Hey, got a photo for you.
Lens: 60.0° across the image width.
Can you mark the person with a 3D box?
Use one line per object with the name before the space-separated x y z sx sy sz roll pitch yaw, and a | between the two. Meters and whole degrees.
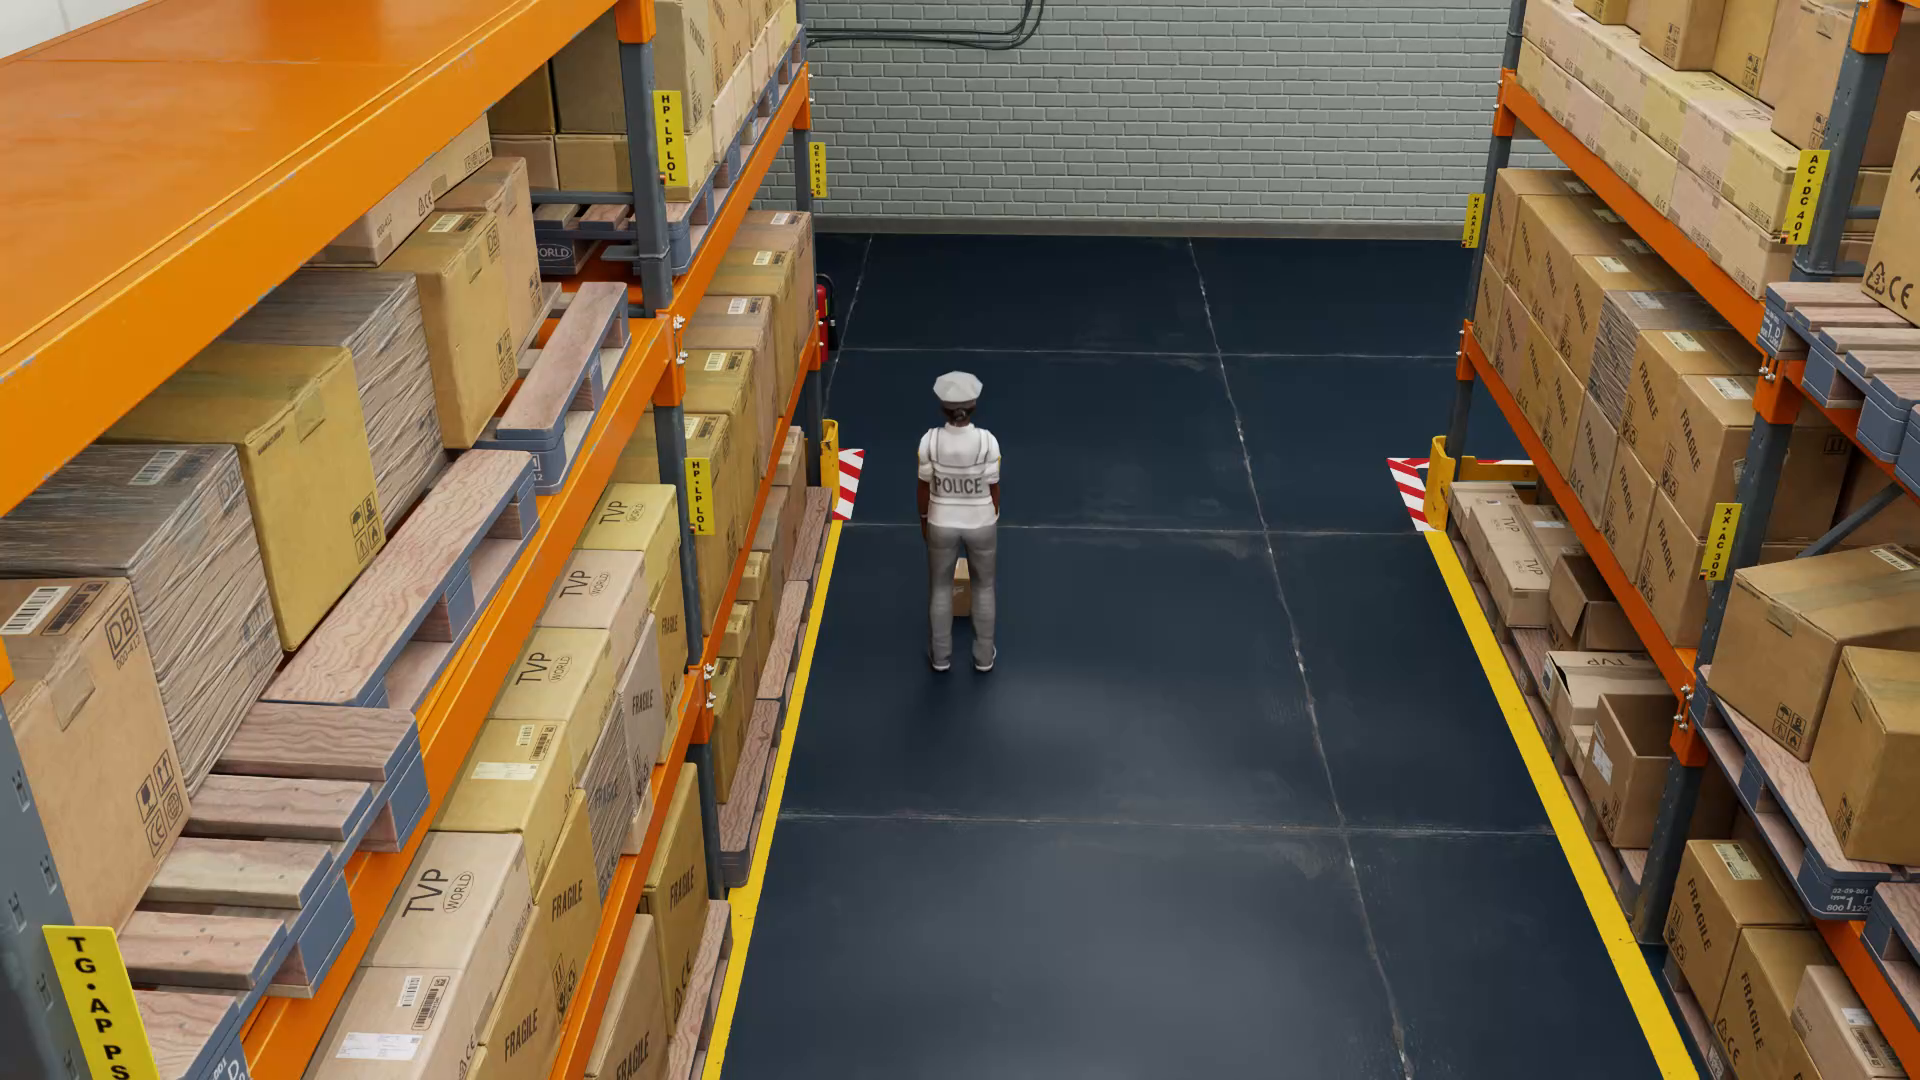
person | -0.008 -0.078 8.769 0.438 1.665 0.341 1 28 2
